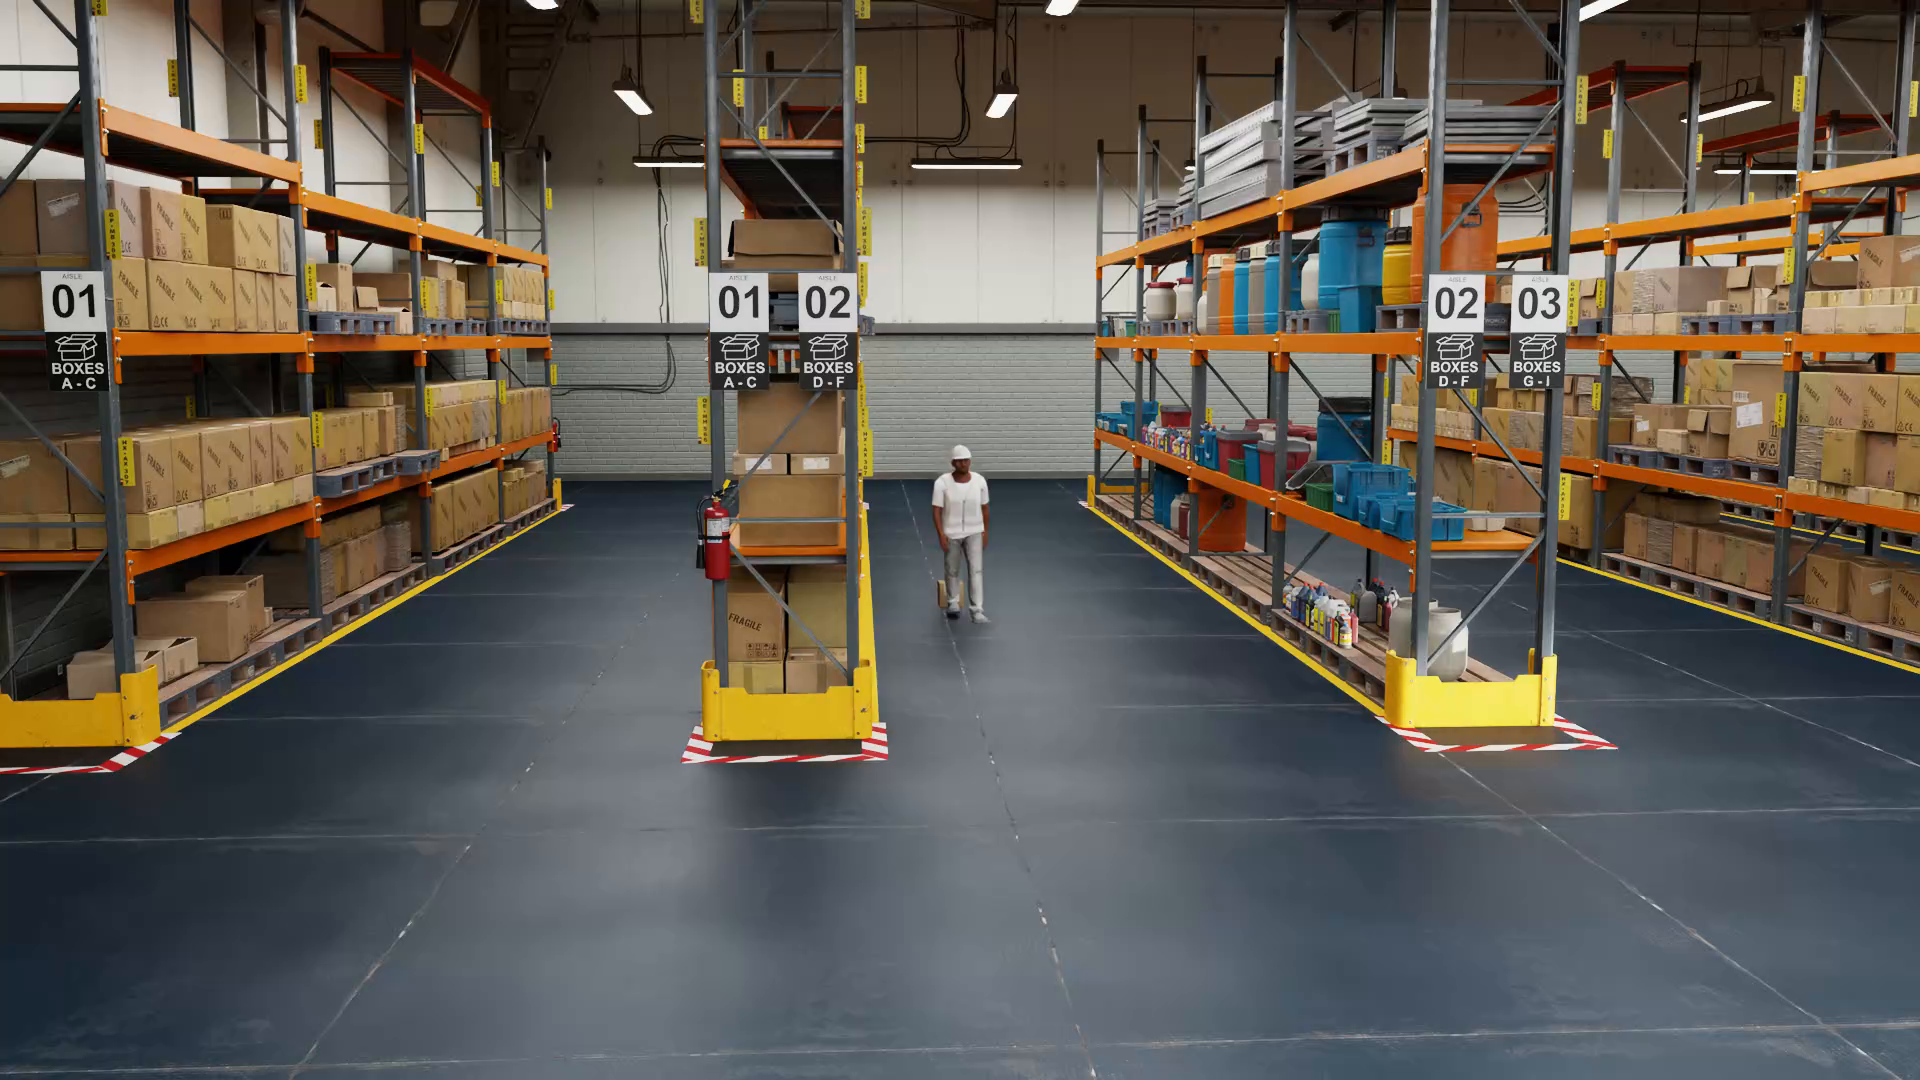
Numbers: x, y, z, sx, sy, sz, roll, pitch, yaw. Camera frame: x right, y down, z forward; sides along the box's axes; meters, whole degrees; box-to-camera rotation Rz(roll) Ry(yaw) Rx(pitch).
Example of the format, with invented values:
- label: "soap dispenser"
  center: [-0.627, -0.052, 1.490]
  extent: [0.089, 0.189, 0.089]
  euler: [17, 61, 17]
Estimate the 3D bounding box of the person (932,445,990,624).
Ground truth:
- label: "person"
  center: [0.015, -0.071, 16.217]
  extent: [0.577, 1.712, 1.027]
  euler: [-1, 7, -5]
